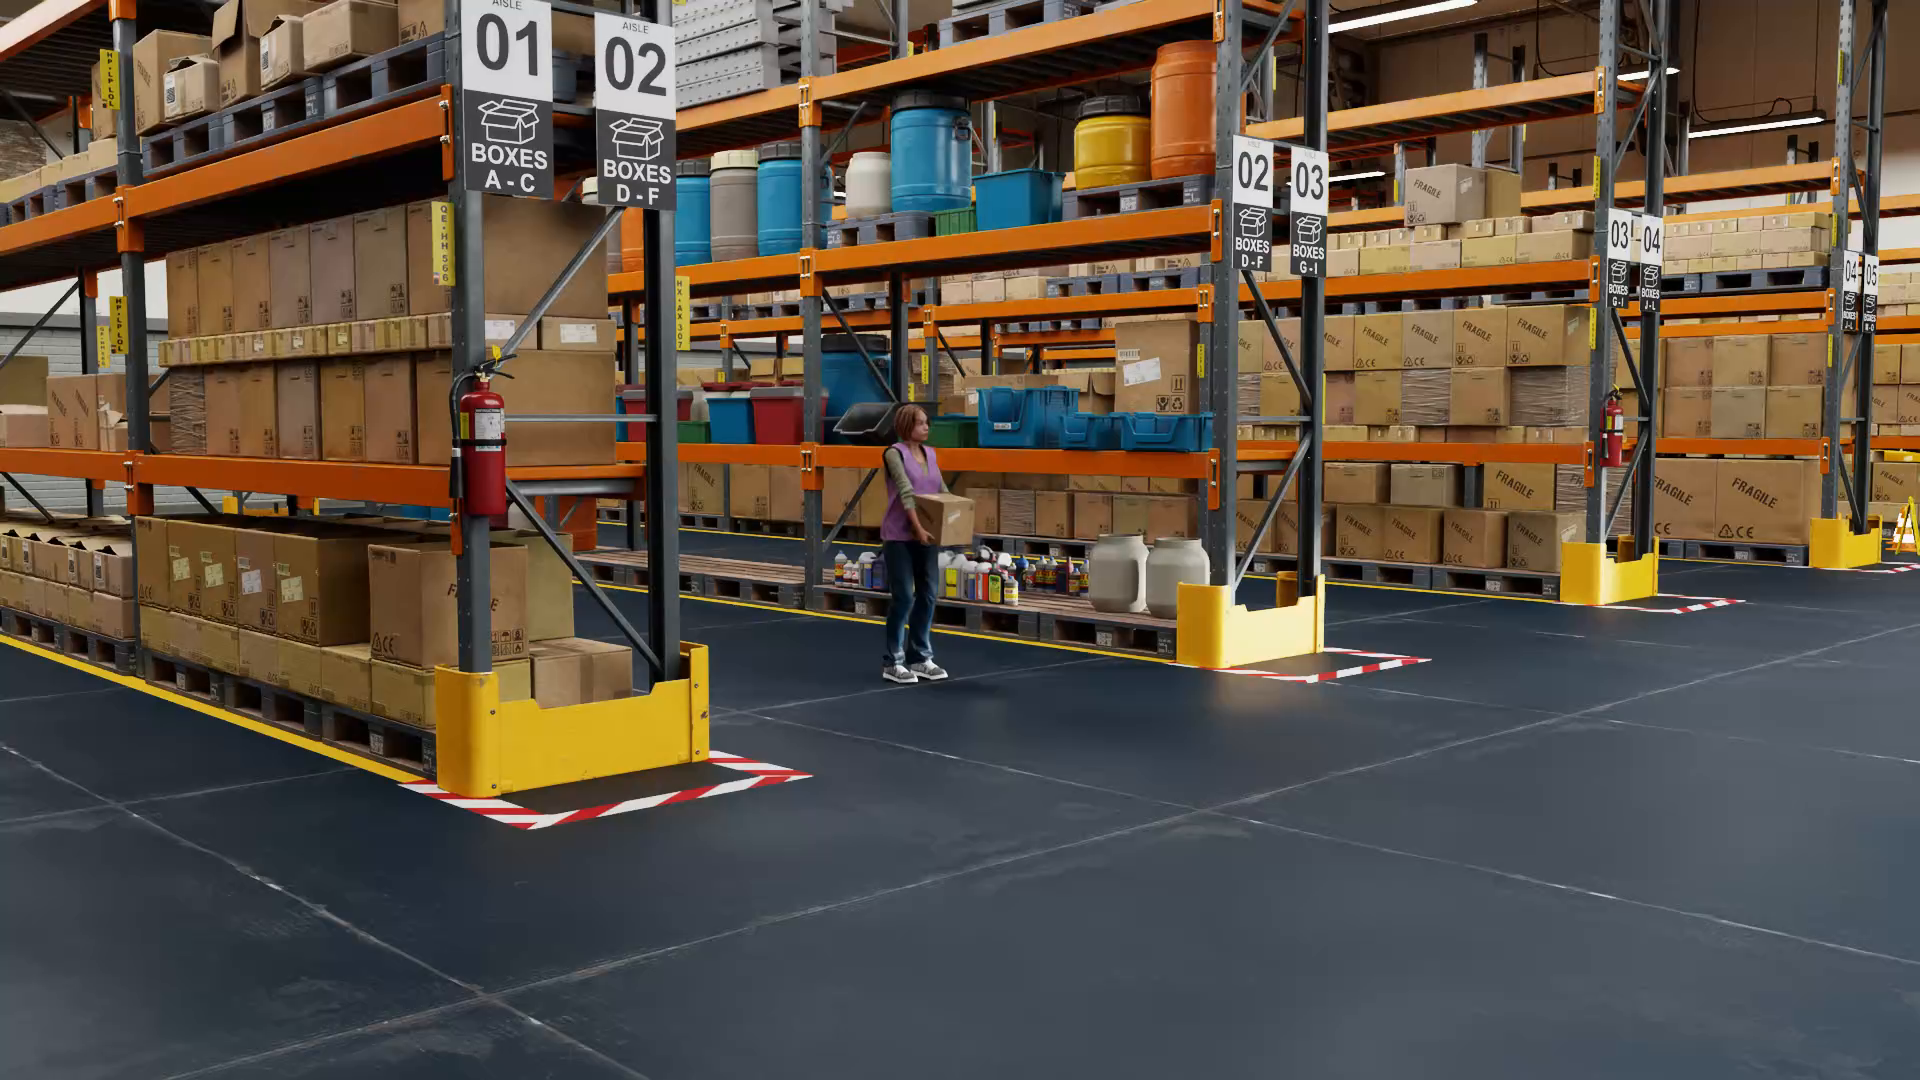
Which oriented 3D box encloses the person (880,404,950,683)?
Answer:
[{"bbox_3d":[-0.218,0.019,9.536,0.375,1.600,0.502,-4,6,-44],"label":"person"}]
